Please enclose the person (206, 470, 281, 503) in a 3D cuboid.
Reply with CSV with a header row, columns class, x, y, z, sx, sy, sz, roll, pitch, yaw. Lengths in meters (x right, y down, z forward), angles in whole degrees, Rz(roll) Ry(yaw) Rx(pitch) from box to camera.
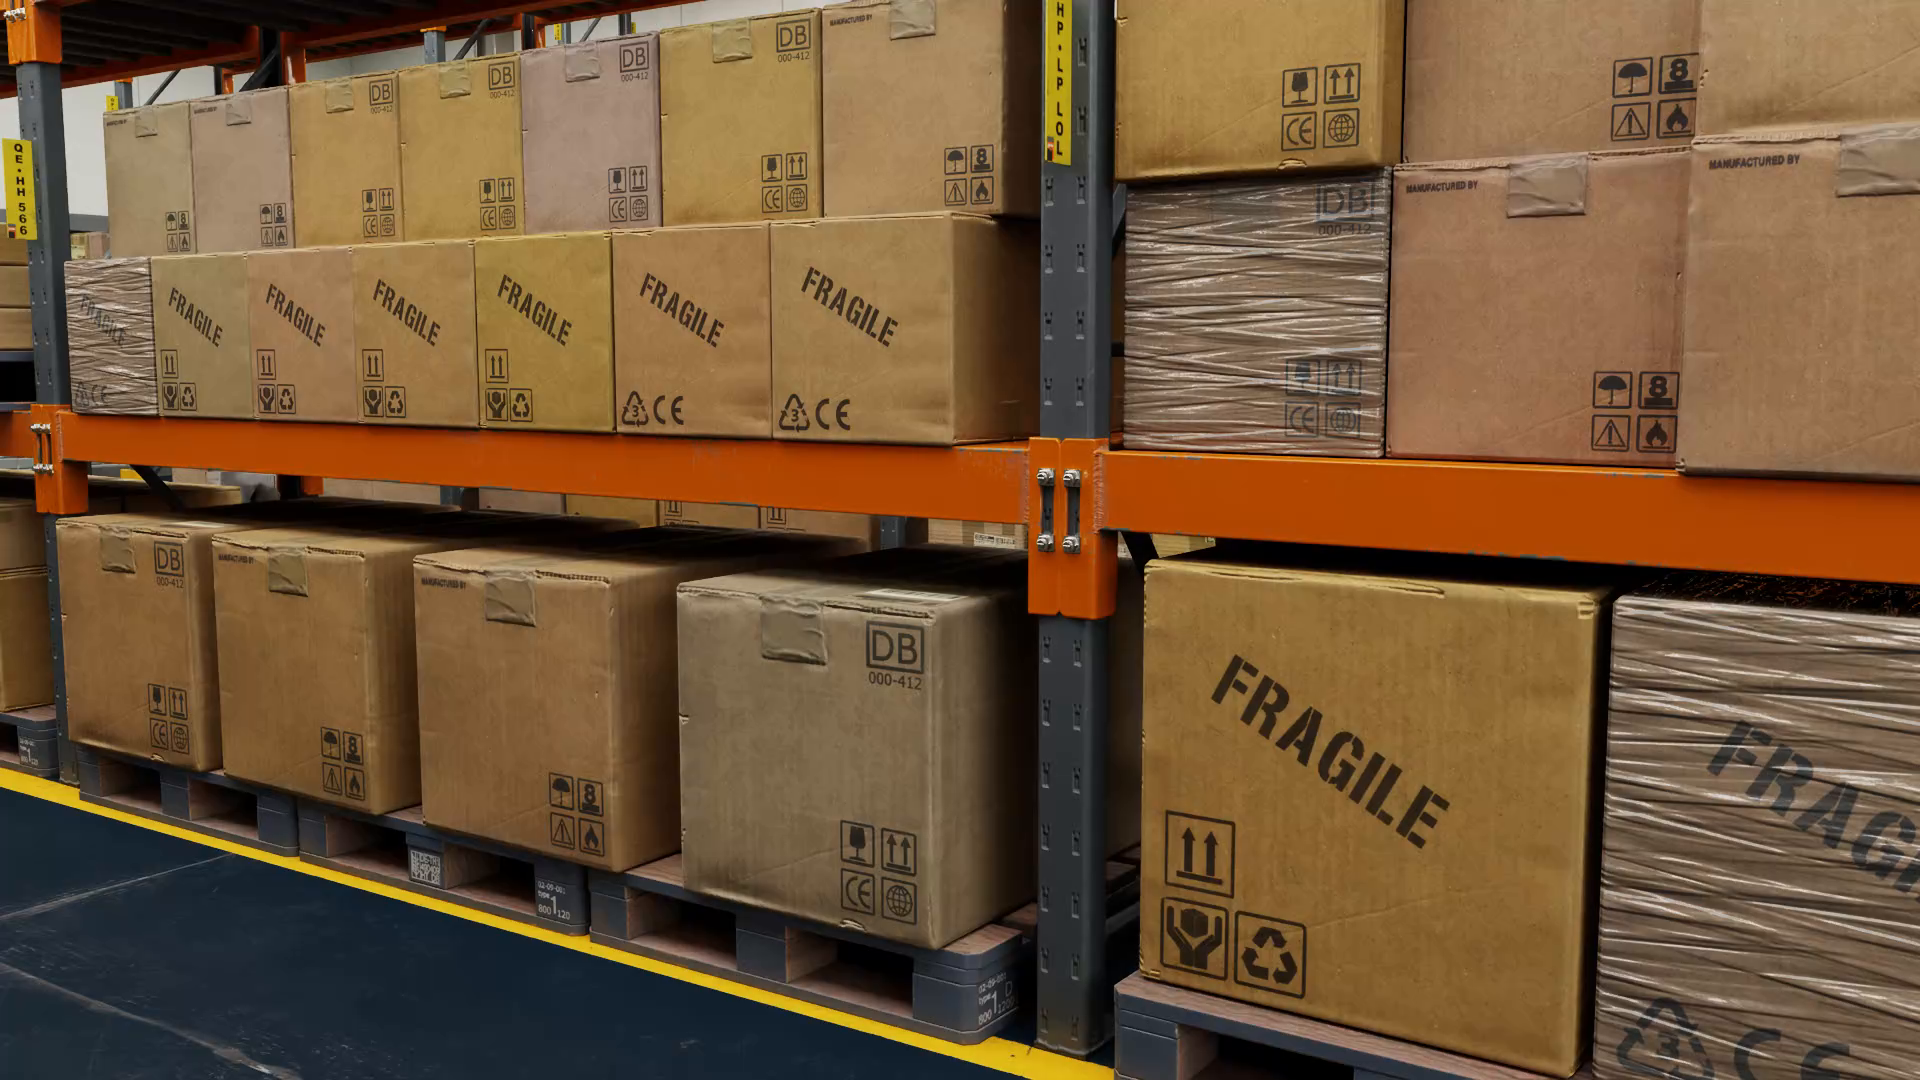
class,x,y,z,sx,sy,sz,roll,pitch,yaw
person,-3.596,-0.308,8.471,0.609,1.674,0.486,5,8,37
